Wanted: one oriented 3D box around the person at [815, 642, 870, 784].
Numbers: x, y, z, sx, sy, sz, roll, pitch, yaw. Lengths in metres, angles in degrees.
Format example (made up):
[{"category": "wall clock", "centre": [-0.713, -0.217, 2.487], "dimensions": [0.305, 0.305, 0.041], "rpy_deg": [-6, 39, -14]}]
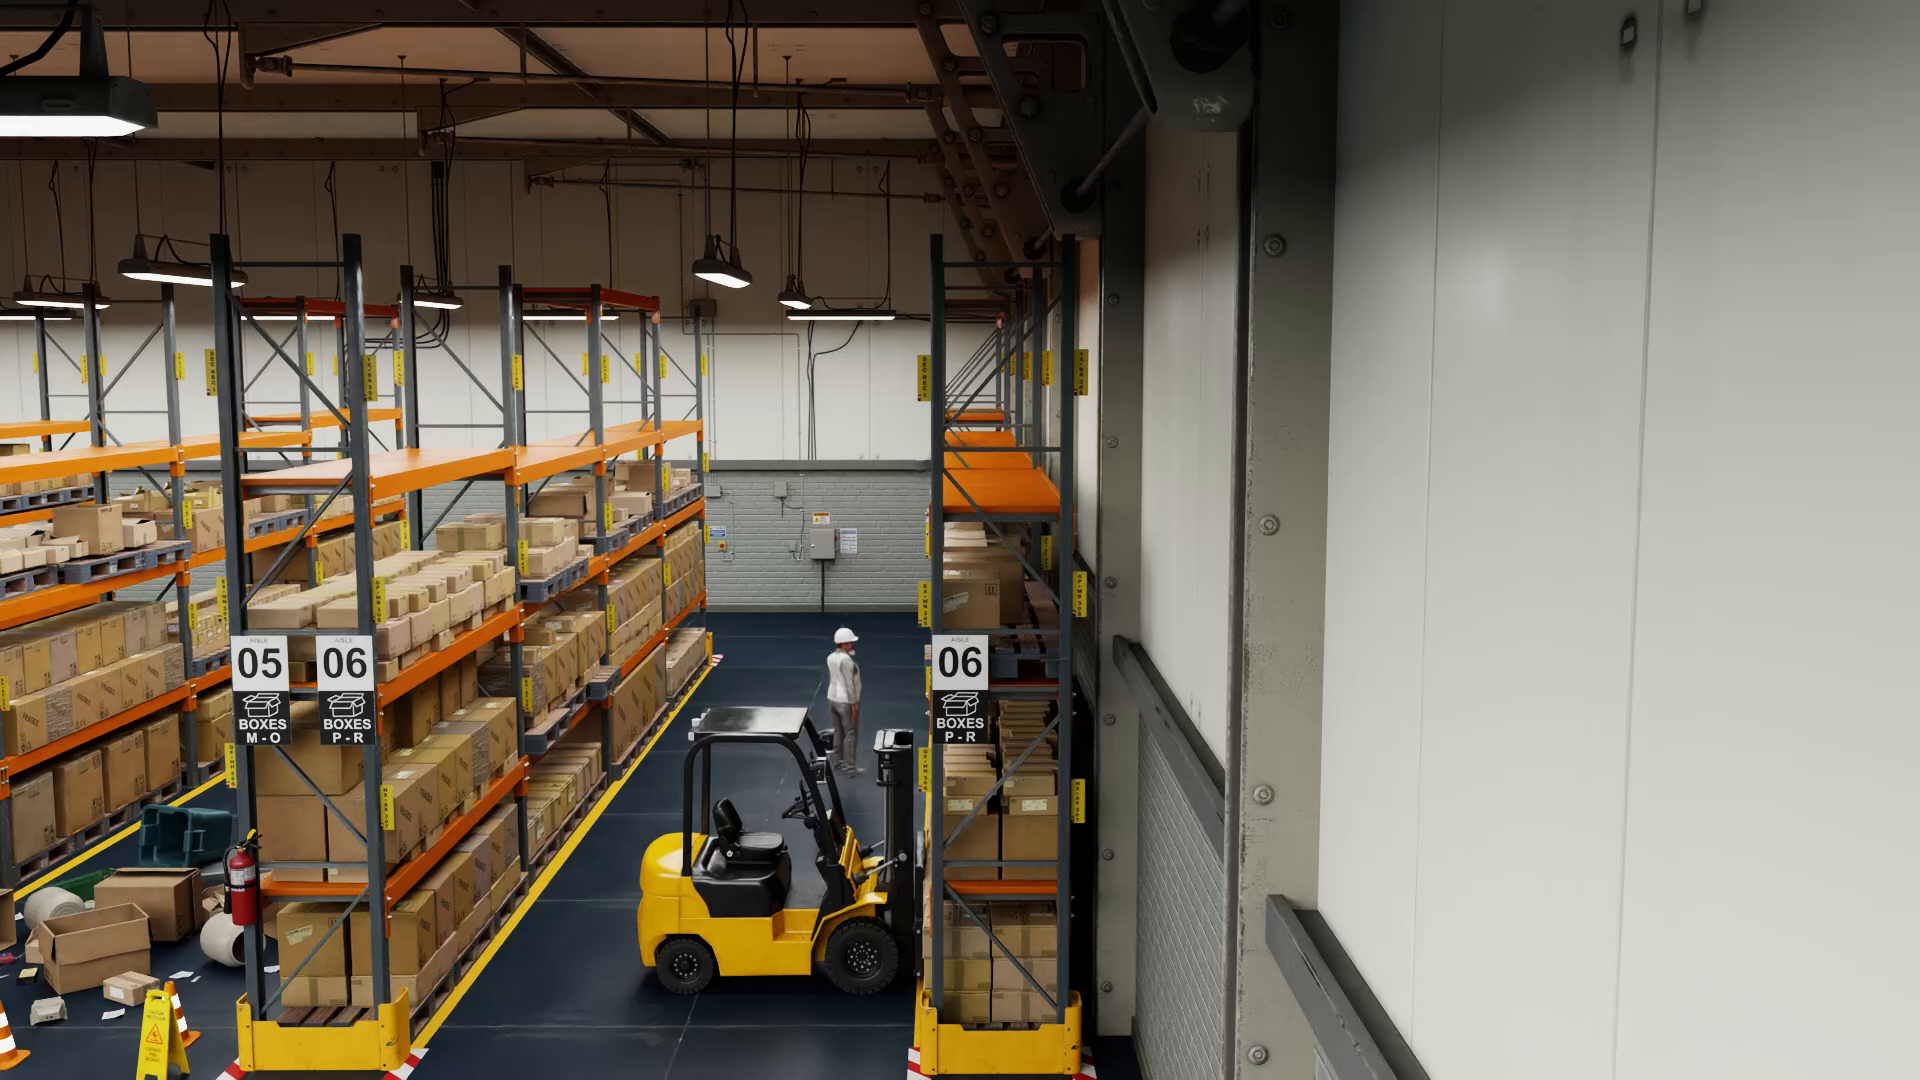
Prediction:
[{"category": "person", "centre": [-1.419, 2.081, 20.296], "dimensions": [0.823, 1.684, 0.574], "rpy_deg": [4, 8, 34]}]
